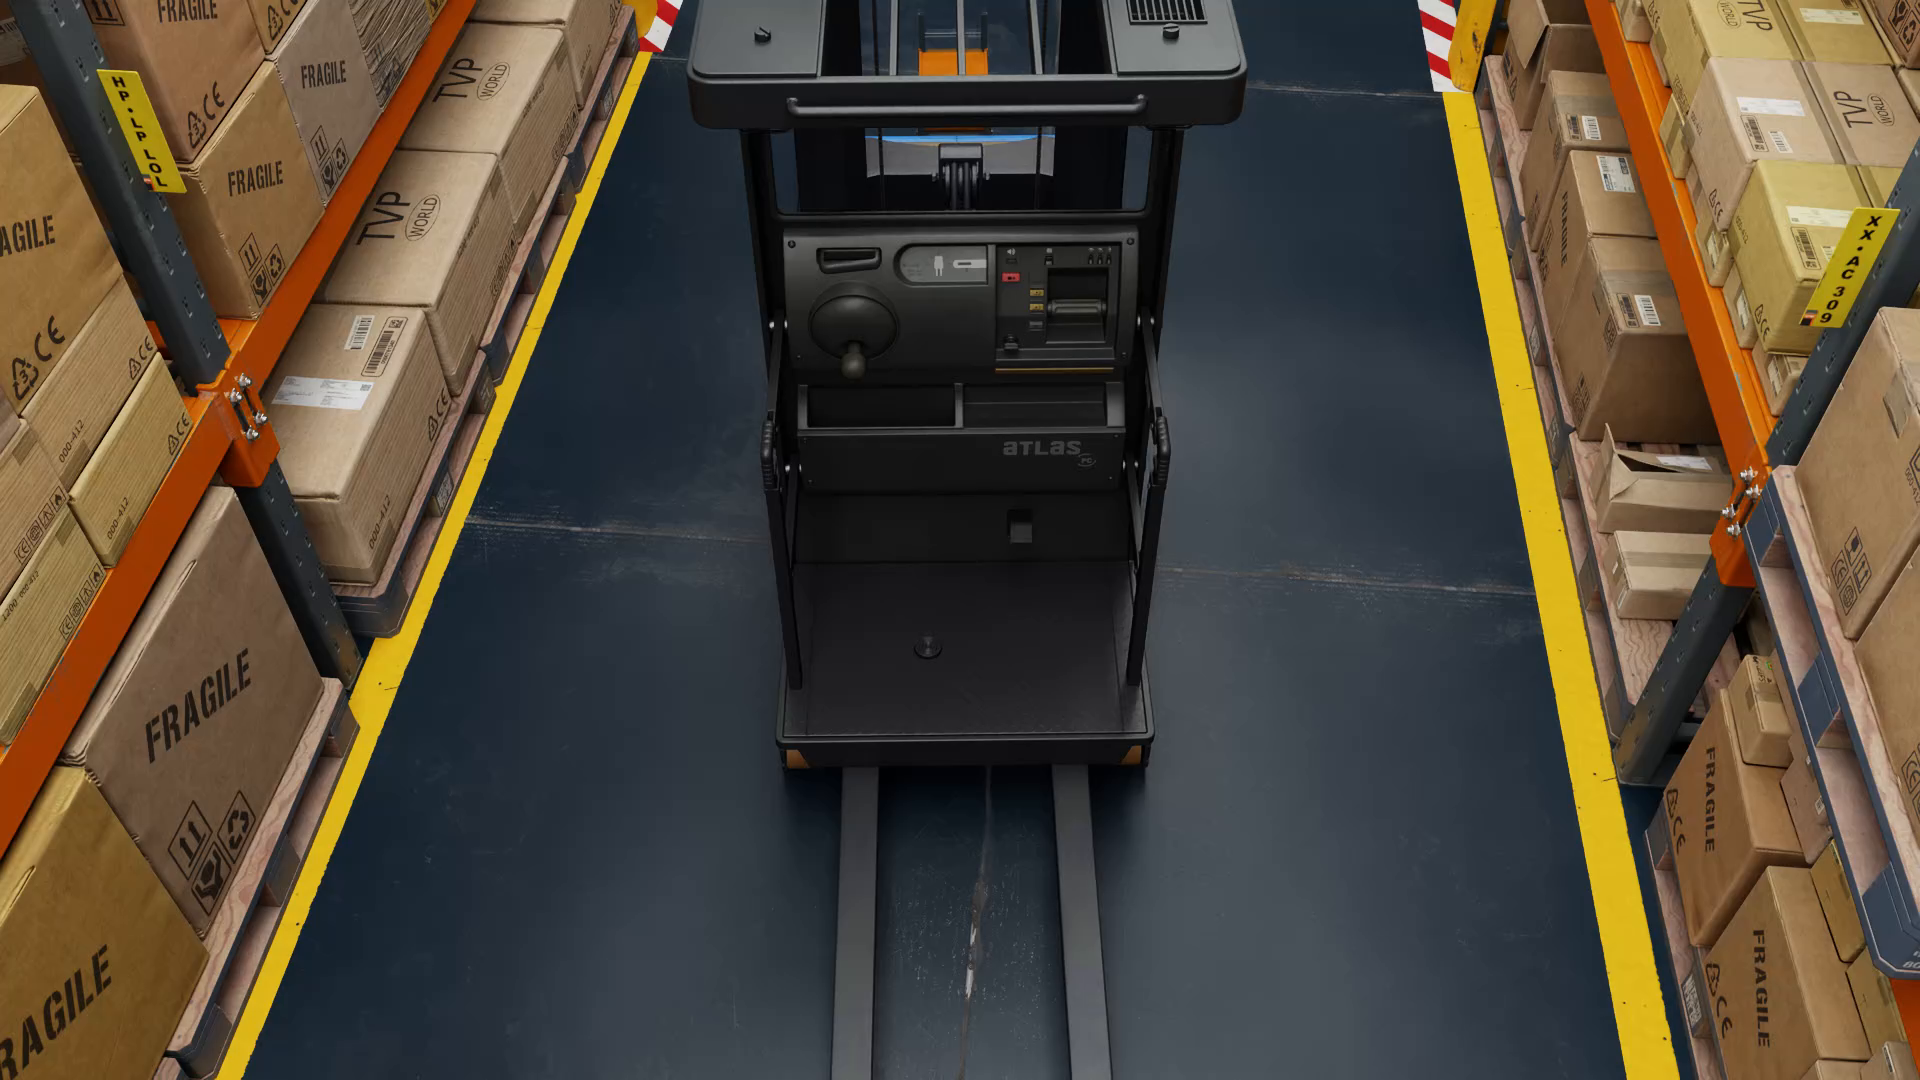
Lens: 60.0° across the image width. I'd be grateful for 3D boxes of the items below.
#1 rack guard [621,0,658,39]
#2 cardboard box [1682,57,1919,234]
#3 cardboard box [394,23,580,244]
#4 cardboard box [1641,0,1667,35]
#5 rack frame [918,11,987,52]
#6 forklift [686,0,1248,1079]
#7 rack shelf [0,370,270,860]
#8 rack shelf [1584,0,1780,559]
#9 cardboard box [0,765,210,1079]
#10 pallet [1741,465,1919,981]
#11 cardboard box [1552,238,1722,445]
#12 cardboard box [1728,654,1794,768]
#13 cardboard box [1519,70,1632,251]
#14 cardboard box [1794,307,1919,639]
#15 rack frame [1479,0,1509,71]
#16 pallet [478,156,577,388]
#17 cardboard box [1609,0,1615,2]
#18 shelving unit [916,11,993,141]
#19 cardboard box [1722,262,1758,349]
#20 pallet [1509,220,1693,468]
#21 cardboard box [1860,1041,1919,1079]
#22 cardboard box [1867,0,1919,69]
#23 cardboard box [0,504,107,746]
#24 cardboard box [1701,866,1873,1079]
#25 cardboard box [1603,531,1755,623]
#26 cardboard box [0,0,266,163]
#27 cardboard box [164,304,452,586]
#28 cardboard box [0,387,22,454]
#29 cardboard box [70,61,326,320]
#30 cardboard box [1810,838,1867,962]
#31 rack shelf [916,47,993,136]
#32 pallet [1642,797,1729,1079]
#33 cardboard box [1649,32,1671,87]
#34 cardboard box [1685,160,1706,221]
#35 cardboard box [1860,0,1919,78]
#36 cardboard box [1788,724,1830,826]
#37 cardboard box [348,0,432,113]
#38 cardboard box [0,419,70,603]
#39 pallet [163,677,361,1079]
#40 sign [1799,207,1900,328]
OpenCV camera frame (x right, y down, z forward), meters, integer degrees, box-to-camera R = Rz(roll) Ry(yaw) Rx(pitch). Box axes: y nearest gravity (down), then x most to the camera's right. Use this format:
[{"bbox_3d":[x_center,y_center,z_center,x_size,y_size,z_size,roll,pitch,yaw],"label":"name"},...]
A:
[{"bbox_3d":[-2.068,-2.720,7.899,1.175,0.500,0.348,4,48,4],"label":"rack guard"},{"bbox_3d":[2.343,-1.085,4.610,0.500,0.250,0.500,4,48,4],"label":"cardboard box"},{"bbox_3d":[-2.106,-1.658,6.686,0.875,0.438,0.875,5,48,5],"label":"cardboard box"},{"bbox_3d":[2.450,-1.829,5.290,0.500,0.250,0.500,3,48,3],"label":"cardboard box"},{"bbox_3d":[-0.025,-1.438,6.252,0.240,1.200,0.015,-1,48,-1],"label":"rack frame"},{"bbox_3d":[0.009,-0.528,4.247,1.130,2.935,3.031,-1,48,-1],"label":"forklift"},{"bbox_3d":[-2.617,1.106,3.193,1.077,0.370,4.000,4,48,4],"label":"rack shelf"},{"bbox_3d":[2.691,-1.503,5.579,1.077,0.370,4.000,4,48,4],"label":"rack shelf"},{"bbox_3d":[-2.486,1.094,3.872,0.875,0.875,0.875,5,48,5],"label":"cardboard box"},{"bbox_3d":[2.327,0.369,3.510,1.003,0.211,1.213,4,48,4],"label":"pallet"},{"bbox_3d":[2.512,-0.682,5.750,0.700,0.500,0.500,2,48,2],"label":"cardboard box"},{"bbox_3d":[2.211,0.453,4.273,0.380,0.149,0.250,6,48,5],"label":"cardboard box"},{"bbox_3d":[2.607,-1.444,6.448,0.700,0.500,0.500,6,48,5],"label":"cardboard box"},{"bbox_3d":[2.242,-0.111,3.466,0.700,0.500,0.500,5,48,5],"label":"cardboard box"},{"bbox_3d":[2.873,-3.215,6.658,1.000,3.000,0.127,4,48,4],"label":"rack frame"},{"bbox_3d":[-2.179,-1.118,6.630,1.003,0.211,1.213,4,48,4],"label":"pallet"},{"bbox_3d":[2.403,-1.964,5.684,0.380,0.149,0.250,3,48,2],"label":"cardboard box"},{"bbox_3d":[-0.022,-1.258,6.087,0.258,1.200,0.503,-1,48,-1],"label":"shelving unit"},{"bbox_3d":[2.289,-0.635,4.468,0.380,0.149,0.250,5,48,5],"label":"cardboard box"},{"bbox_3d":[2.681,-0.738,6.282,1.003,0.211,1.213,4,48,4],"label":"pallet"},{"bbox_3d":[2.180,1.235,3.558,0.380,0.149,0.250,4,48,3],"label":"cardboard box"},{"bbox_3d":[2.910,-1.655,4.623,0.500,0.500,0.500,3,48,2],"label":"cardboard box"},{"bbox_3d":[-2.272,0.165,3.668,0.500,0.250,0.500,3,48,3],"label":"cardboard box"},{"bbox_3d":[2.202,1.159,4.067,0.500,0.500,0.500,3,48,3],"label":"cardboard box"},{"bbox_3d":[2.267,0.116,5.259,0.380,0.149,0.250,3,48,2],"label":"cardboard box"},{"bbox_3d":[-2.150,-1.312,4.171,0.500,0.500,0.500,4,48,4],"label":"cardboard box"},{"bbox_3d":[-2.270,-0.338,5.478,0.875,0.438,0.875,3,48,3],"label":"cardboard box"},{"bbox_3d":[-2.265,-0.252,3.202,0.500,0.500,0.500,5,48,4],"label":"cardboard box"},{"bbox_3d":[-2.131,-0.968,4.535,0.500,0.500,0.500,5,48,5],"label":"cardboard box"},{"bbox_3d":[2.251,0.851,3.909,0.380,0.149,0.250,2,48,2],"label":"cardboard box"},{"bbox_3d":[-0.022,-1.523,5.797,0.258,0.148,0.480,-1,48,-1],"label":"rack shelf"},{"bbox_3d":[2.472,1.266,4.449,1.003,0.211,1.213,4,48,4],"label":"pallet"},{"bbox_3d":[2.445,-1.575,5.328,0.380,0.149,0.250,4,48,3],"label":"cardboard box"},{"bbox_3d":[2.339,-1.018,4.819,0.380,0.149,0.250,5,48,5],"label":"cardboard box"},{"bbox_3d":[2.911,-1.419,4.915,0.500,0.250,0.500,5,48,4],"label":"cardboard box"},{"bbox_3d":[2.235,0.547,3.985,0.380,0.149,0.250,2,48,2],"label":"cardboard box"},{"bbox_3d":[-2.029,-1.702,5.206,0.500,0.500,0.500,4,48,4],"label":"cardboard box"},{"bbox_3d":[-2.271,-0.017,3.495,0.500,0.250,0.500,5,48,4],"label":"cardboard box"},{"bbox_3d":[-2.430,0.906,4.778,1.003,0.211,1.213,4,48,4],"label":"pallet"},{"bbox_3d":[1.968,-0.599,3.678,0.100,0.325,0.005,4,48,4],"label":"sign"}]
